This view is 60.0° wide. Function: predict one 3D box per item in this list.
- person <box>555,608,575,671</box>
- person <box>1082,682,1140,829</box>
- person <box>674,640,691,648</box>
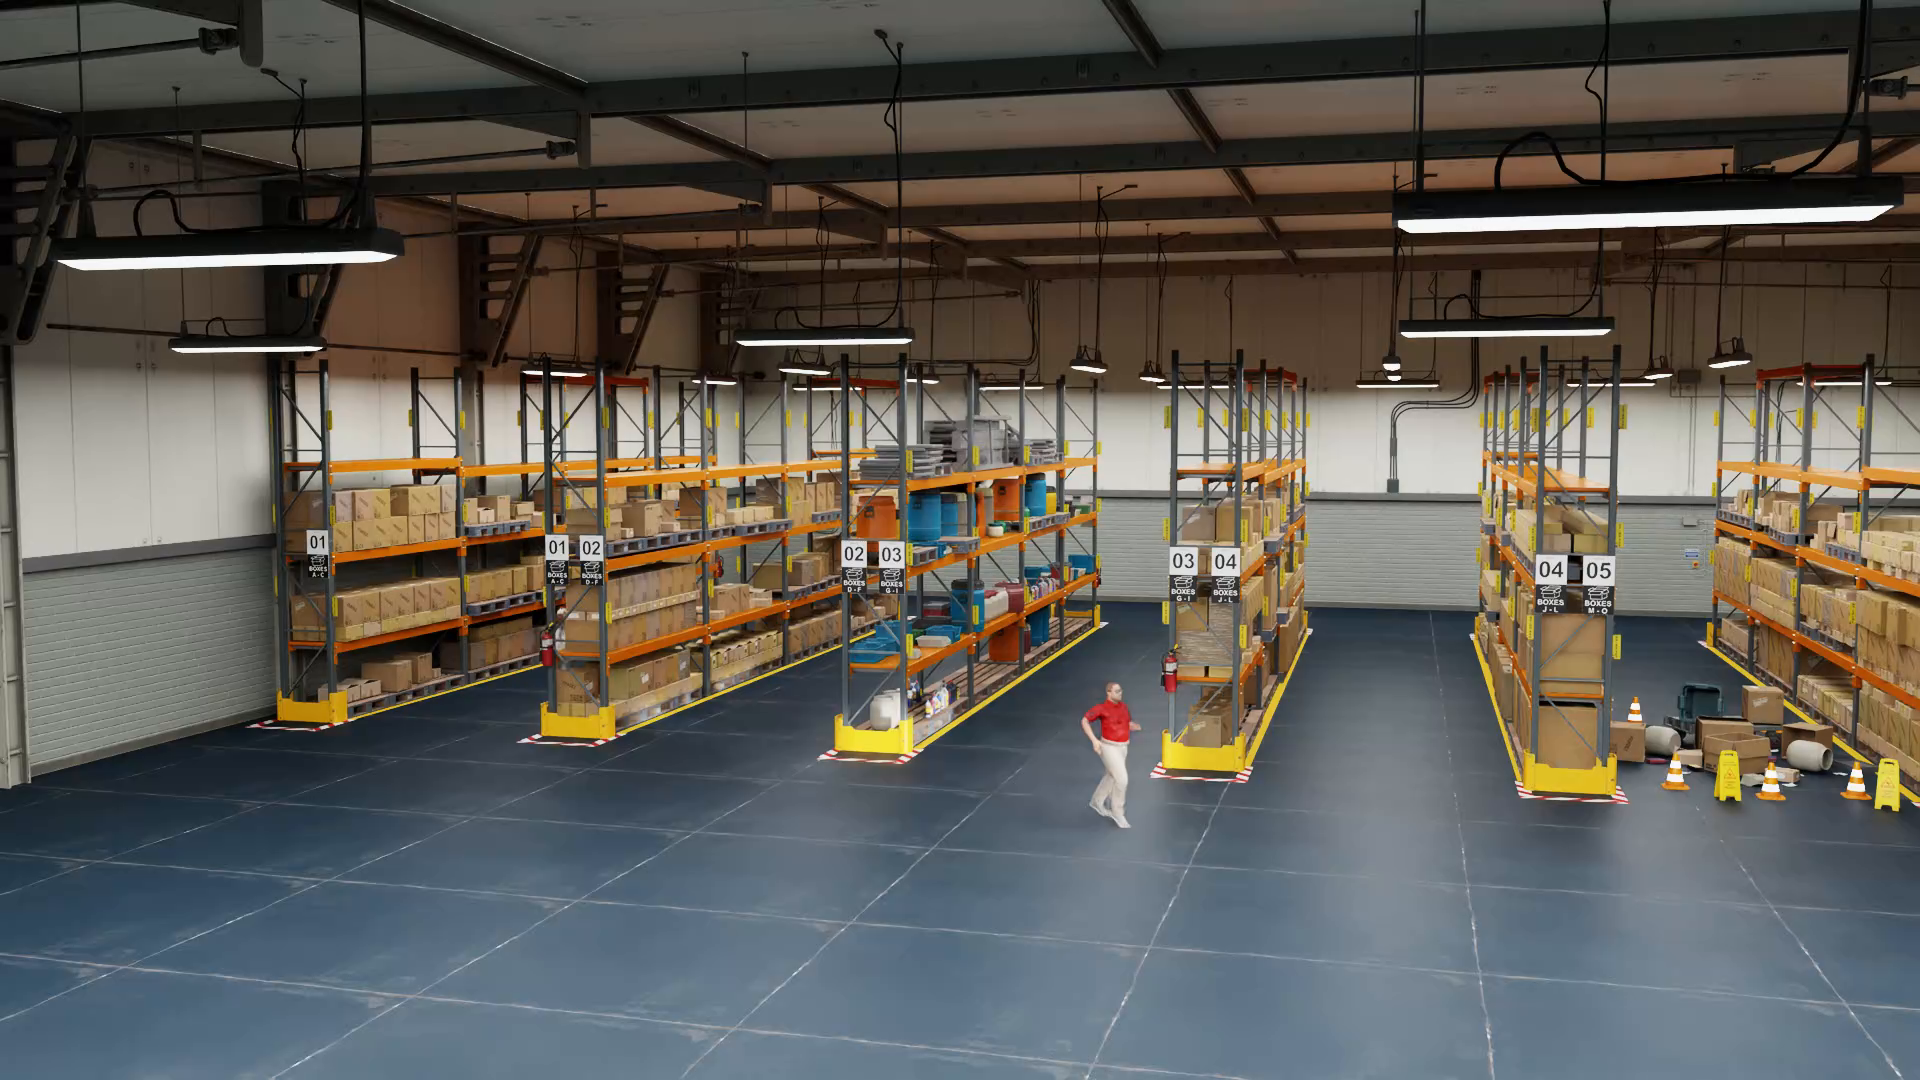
[{"bbox_3d":[-6.881,2.044,28.828,0.635,1.735,0.650,1,4,15],"label":"person"},{"bbox_3d":[1.900,2.663,20.671,0.795,1.802,0.635,3,5,39],"label":"person"},{"bbox_3d":[-5.780,1.719,34.466,0.510,1.642,0.733,1,4,10],"label":"person"}]
